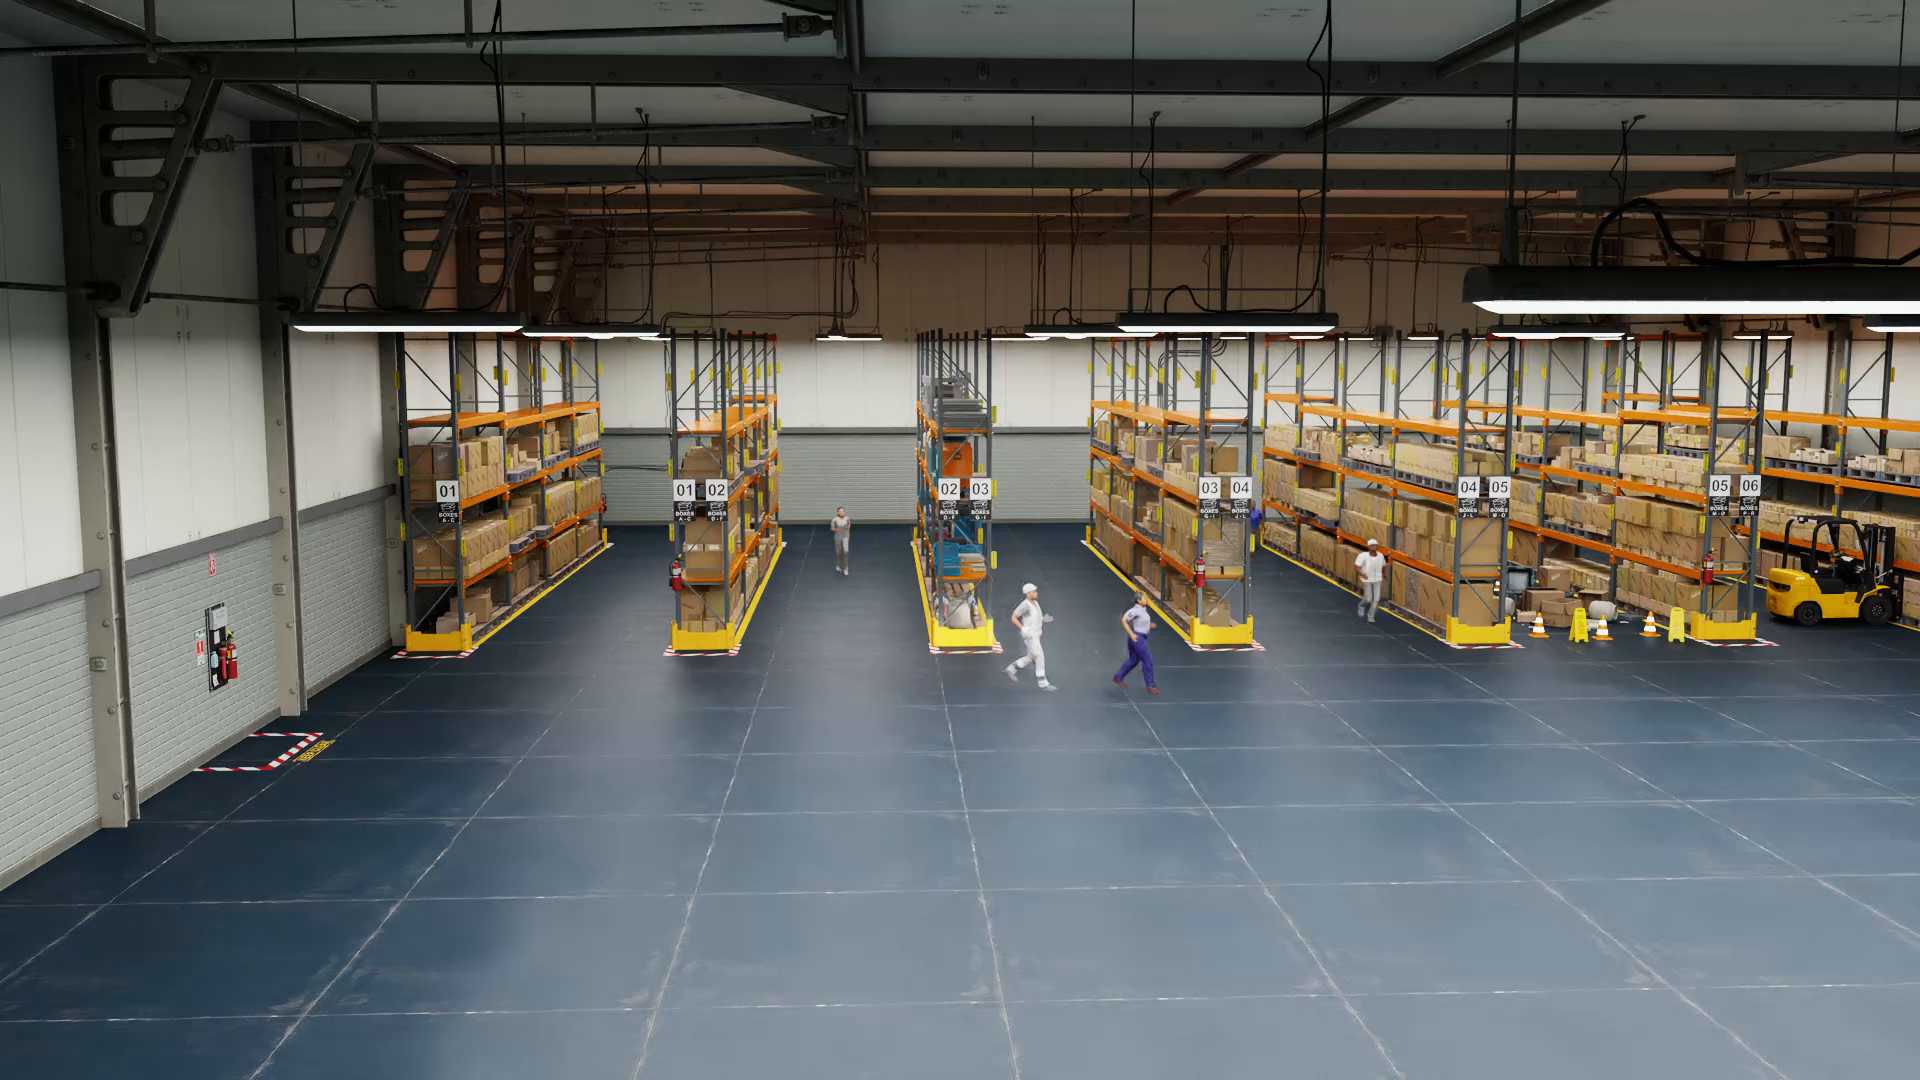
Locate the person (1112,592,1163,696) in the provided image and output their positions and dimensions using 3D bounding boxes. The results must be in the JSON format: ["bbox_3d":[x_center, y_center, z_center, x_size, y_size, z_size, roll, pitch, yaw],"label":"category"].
[{"bbox_3d":[2.930,1.695,27.328,0.840,1.667,0.613,1,7,11],"label":"person"}]

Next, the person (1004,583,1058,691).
[{"bbox_3d":[1.167,1.596,27.480,0.973,1.768,0.666,3,7,22],"label":"person"}]

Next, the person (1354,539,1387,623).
[{"bbox_3d":[8.472,0.831,34.288,0.690,1.722,0.606,-1,7,-9],"label":"person"}]

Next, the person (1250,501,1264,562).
[{"bbox_3d":[7.724,-0.229,43.811,0.581,1.621,0.513,0,7,2],"label":"person"}]

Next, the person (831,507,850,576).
[{"bbox_3d":[-2.973,0.007,41.478,0.509,1.709,0.837,-1,7,-8],"label":"person"}]
